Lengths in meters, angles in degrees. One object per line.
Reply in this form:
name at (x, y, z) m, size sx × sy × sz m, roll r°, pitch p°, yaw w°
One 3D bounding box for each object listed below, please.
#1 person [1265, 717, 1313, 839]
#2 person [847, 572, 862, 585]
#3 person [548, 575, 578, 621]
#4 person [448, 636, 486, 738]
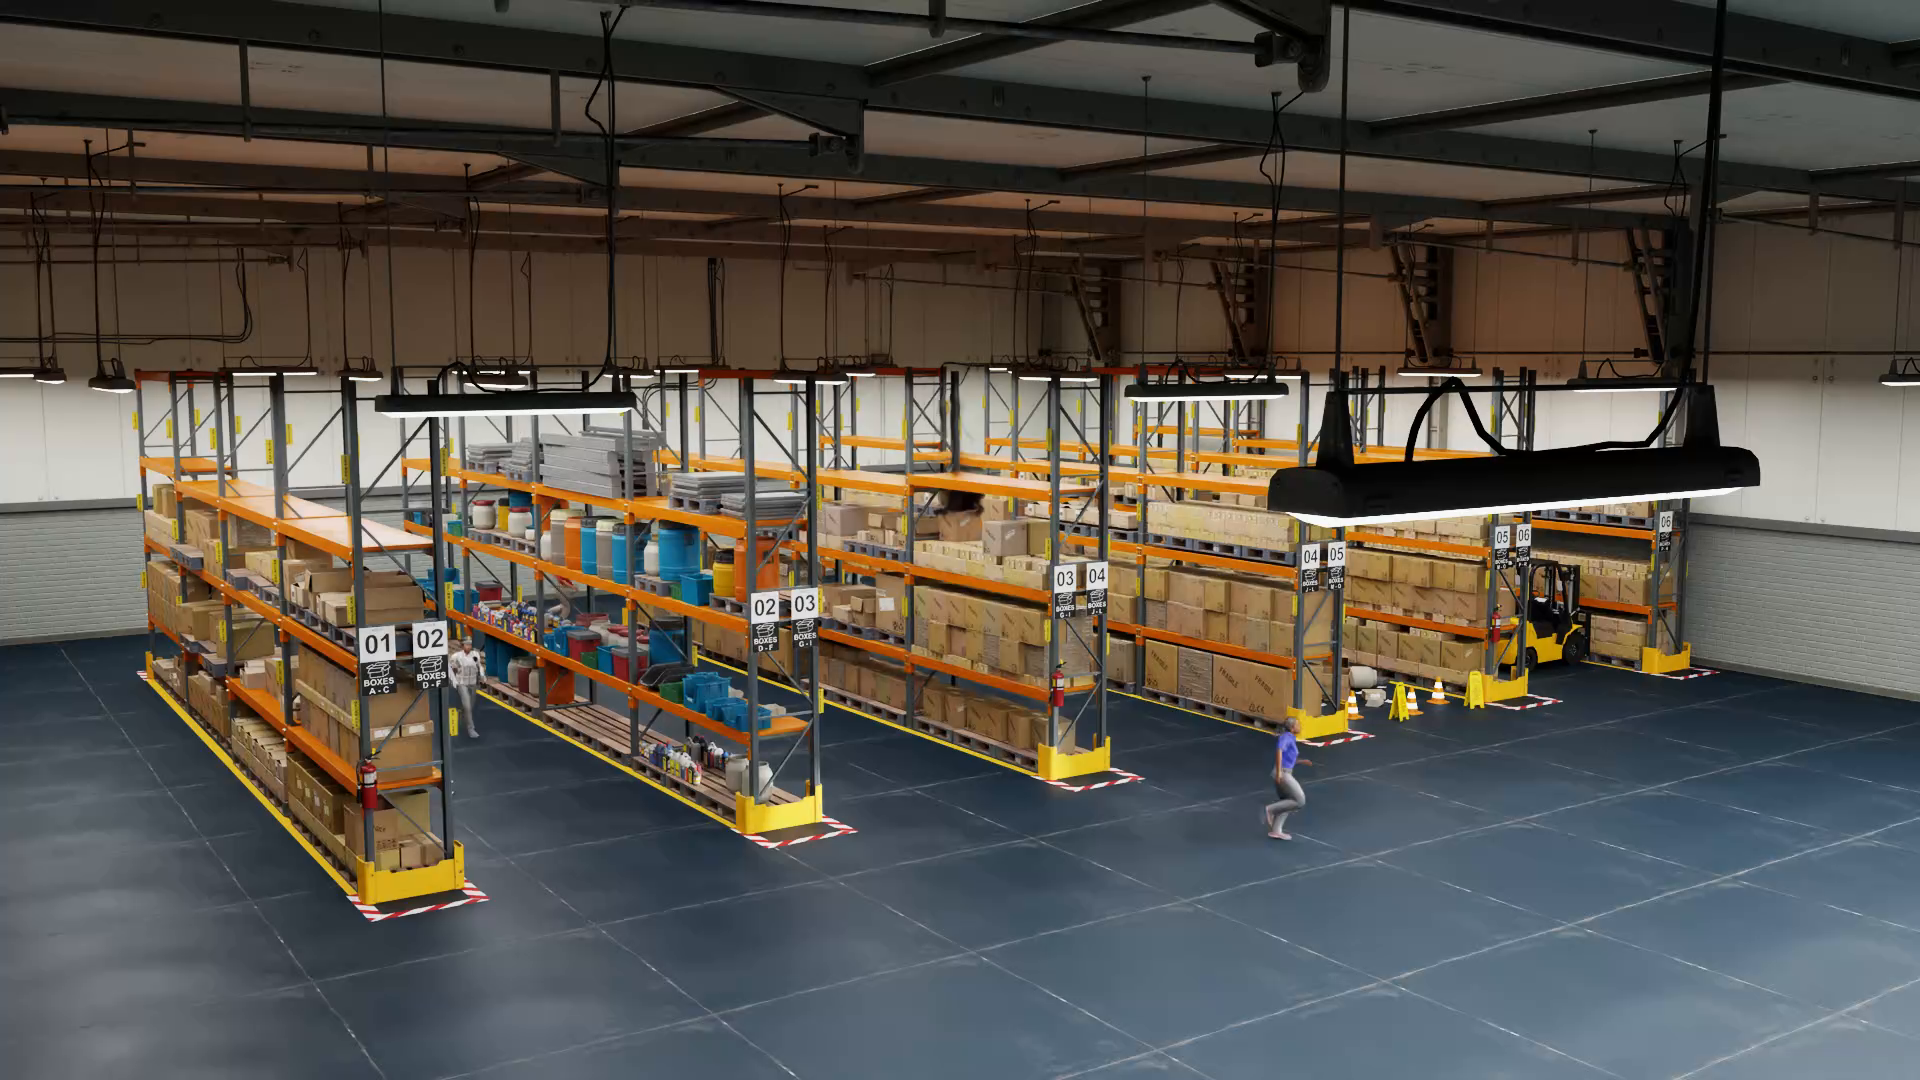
person at (4.293, 3.107, 21.670) m, size 0.625 × 1.605 × 0.616 m, roll 0°, pitch 6°, yaw 2°
person at (-2.647, 0.731, 42.525) m, size 0.561 × 1.624 × 0.562 m, roll 5°, pitch 8°, yaw 37°
person at (-9.158, 1.177, 38.326) m, size 0.667 × 1.692 × 0.694 m, roll -2°, pitch 7°, yaw -20°
person at (-8.224, 2.402, 27.632) m, size 0.600 × 1.673 × 0.820 m, roll -5°, pitch 8°, yaw -39°
